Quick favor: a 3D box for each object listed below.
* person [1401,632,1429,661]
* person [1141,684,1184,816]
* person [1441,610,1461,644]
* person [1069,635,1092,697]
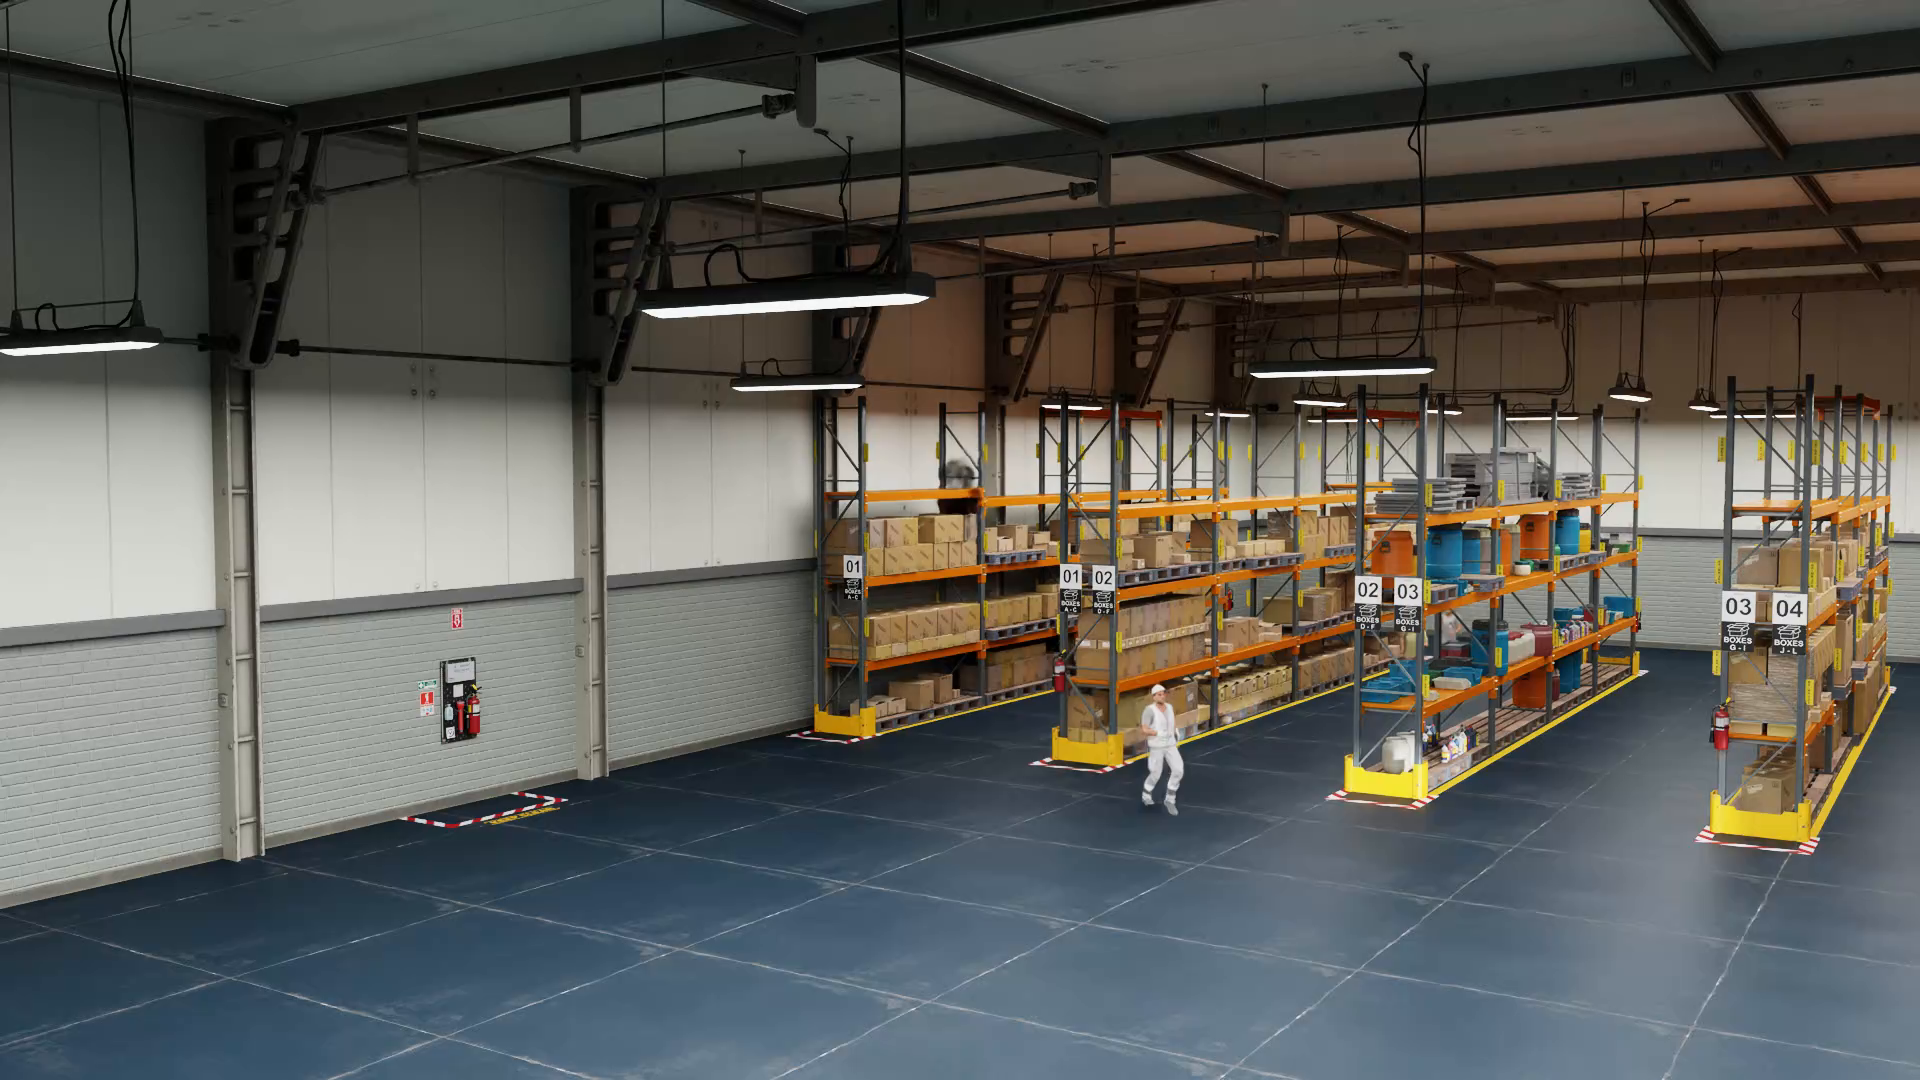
[{"bbox_3d":[9.171,2.380,33.587,0.575,1.652,0.970,1,3,24],"label":"person"},{"bbox_3d":[2.818,2.912,23.168,0.670,1.812,0.755,-1,3,-24],"label":"person"},{"bbox_3d":[10.931,2.275,37.263,0.572,1.538,0.698,2,3,27],"label":"person"},{"bbox_3d":[2.203,2.574,29.864,0.638,1.761,0.871,2,4,32],"label":"person"}]
